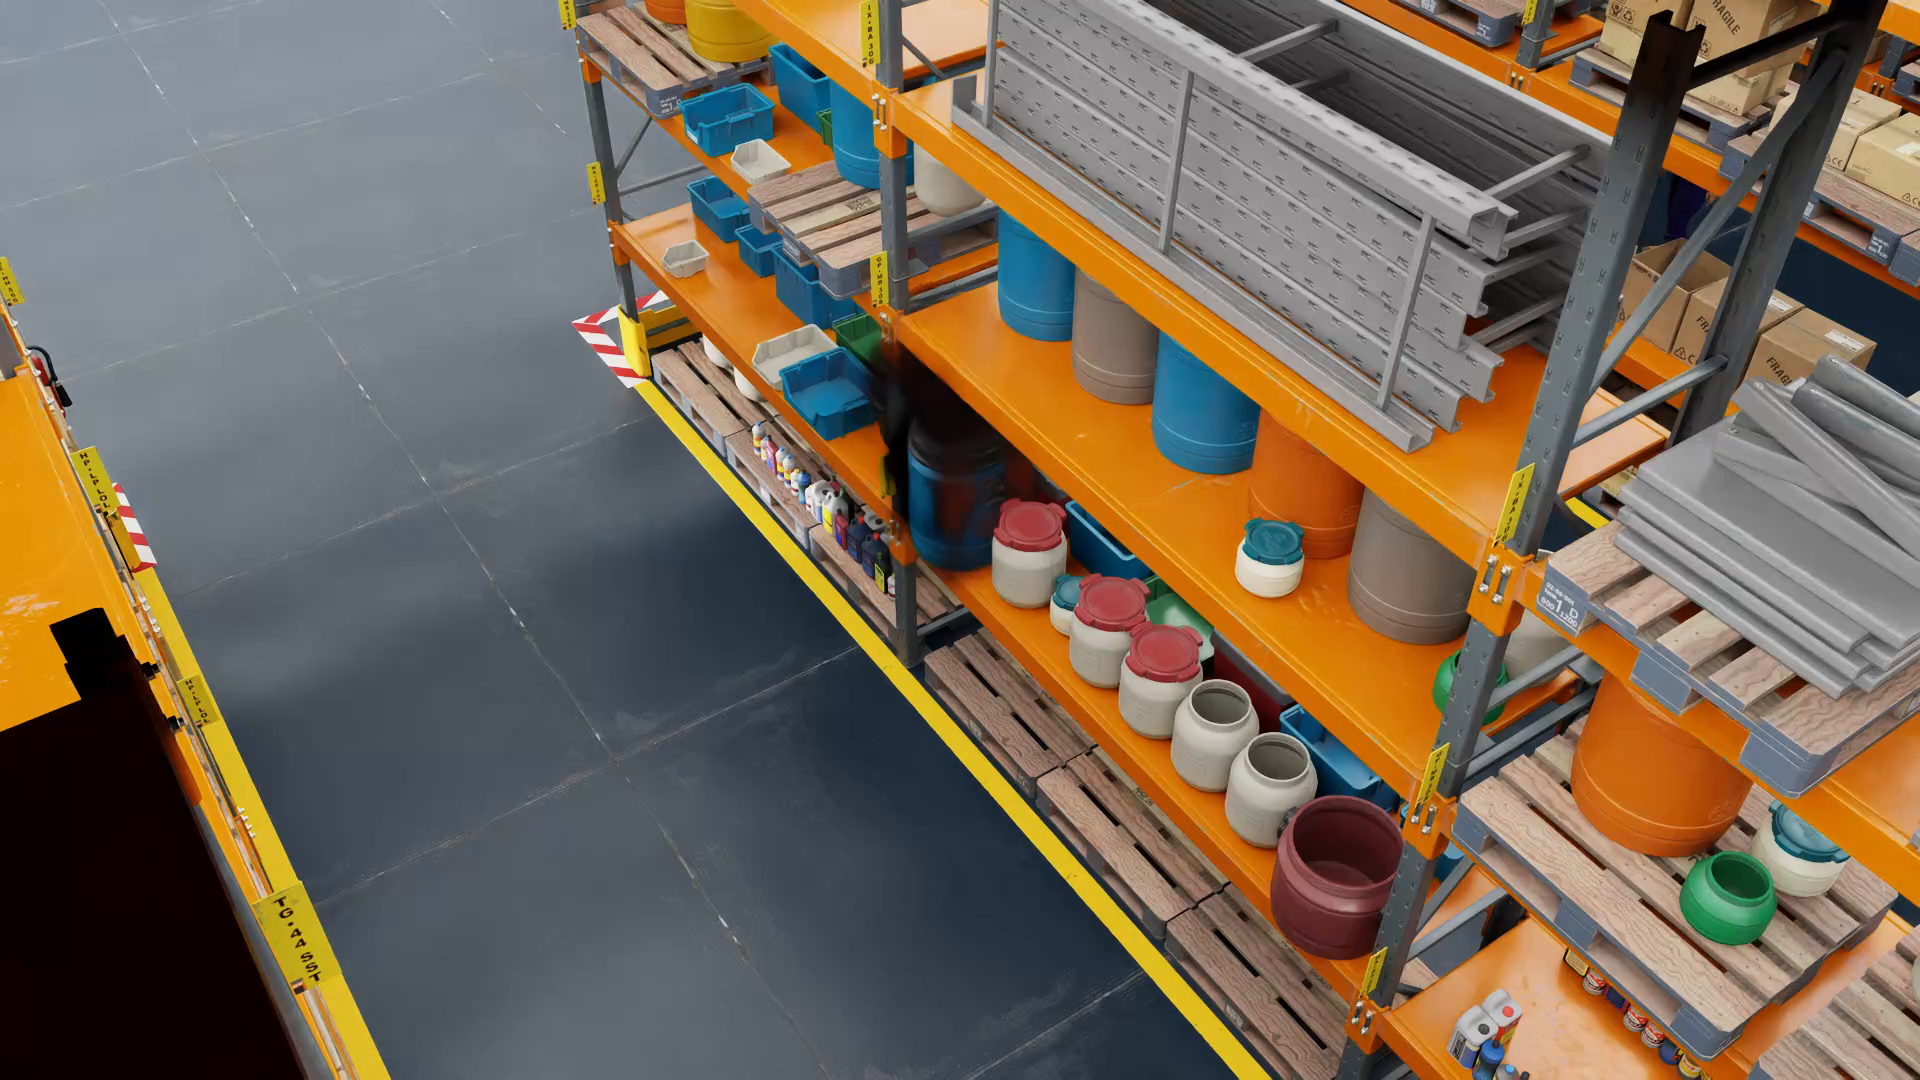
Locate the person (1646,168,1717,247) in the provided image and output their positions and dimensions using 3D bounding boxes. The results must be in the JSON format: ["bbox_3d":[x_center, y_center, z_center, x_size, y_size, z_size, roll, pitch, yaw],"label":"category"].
[{"bbox_3d":[6.022,-3.020,13.835,0.496,1.656,0.566,-2,43,-2],"label":"person"}]
